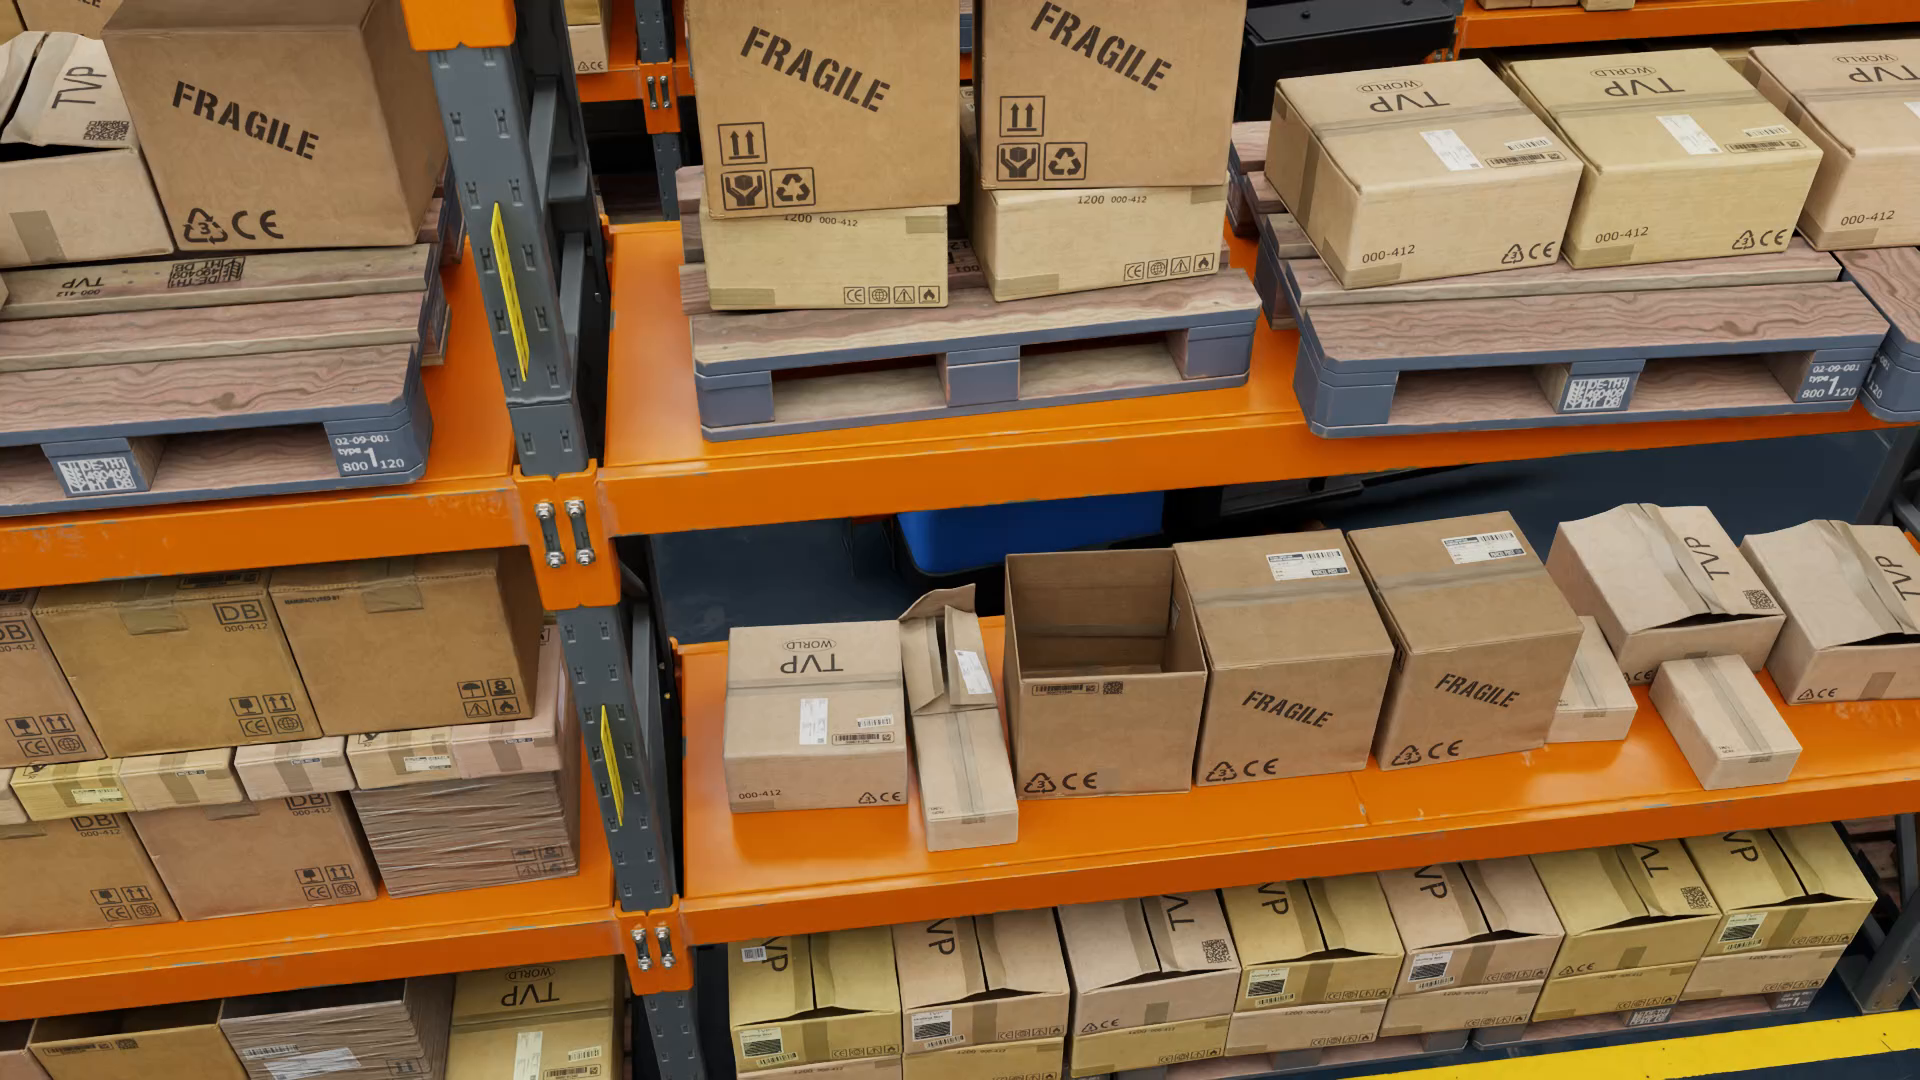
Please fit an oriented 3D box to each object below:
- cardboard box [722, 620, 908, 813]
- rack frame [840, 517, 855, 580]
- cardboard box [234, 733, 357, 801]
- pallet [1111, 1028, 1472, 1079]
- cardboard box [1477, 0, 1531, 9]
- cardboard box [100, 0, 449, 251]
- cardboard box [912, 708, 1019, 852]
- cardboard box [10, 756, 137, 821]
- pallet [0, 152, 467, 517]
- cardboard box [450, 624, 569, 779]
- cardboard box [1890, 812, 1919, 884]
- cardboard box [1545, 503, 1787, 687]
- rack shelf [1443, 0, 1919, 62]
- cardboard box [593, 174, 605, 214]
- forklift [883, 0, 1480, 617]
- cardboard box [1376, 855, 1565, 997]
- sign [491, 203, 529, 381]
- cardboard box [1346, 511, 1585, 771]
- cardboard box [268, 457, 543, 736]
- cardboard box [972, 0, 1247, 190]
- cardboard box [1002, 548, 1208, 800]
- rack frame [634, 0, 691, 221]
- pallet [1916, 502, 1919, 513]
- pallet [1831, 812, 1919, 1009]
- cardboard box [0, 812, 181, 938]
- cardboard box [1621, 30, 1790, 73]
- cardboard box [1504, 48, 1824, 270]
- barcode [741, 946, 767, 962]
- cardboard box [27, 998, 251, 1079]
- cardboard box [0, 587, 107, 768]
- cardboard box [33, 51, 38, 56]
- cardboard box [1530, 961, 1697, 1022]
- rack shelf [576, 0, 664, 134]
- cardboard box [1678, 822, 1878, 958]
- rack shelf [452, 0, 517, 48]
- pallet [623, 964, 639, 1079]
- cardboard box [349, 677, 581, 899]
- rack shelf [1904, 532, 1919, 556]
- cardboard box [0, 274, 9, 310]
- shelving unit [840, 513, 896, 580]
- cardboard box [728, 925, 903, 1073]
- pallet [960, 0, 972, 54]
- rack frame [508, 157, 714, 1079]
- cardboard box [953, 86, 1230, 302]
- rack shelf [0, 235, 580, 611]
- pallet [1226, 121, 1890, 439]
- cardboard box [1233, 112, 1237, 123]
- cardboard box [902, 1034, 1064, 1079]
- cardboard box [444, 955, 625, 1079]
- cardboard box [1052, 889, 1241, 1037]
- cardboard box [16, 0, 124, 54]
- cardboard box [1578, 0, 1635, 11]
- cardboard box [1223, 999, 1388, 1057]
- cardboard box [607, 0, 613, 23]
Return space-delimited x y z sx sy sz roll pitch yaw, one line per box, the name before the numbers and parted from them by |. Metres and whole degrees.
cardboard box | -0.412 0.502 4.782 0.500 0.250 0.500 -3 42 -3
rack frame | -0.494 -0.347 6.954 0.006 1.200 0.240 -11 43 -12
cardboard box | -1.641 0.450 4.168 0.250 0.149 0.380 -6 42 -7
pallet | 1.044 1.355 5.805 1.213 0.211 1.003 -5 42 -6
cardboard box | 2.783 -2.908 8.622 0.250 0.149 0.380 -6 42 -6
cardboard box | -1.428 -0.973 3.572 0.500 0.500 0.500 -2 42 -2
cardboard box | 0.011 0.670 4.671 0.250 0.149 0.380 -5 42 -6
cardboard box | -2.145 0.493 4.120 0.250 0.149 0.380 -5 42 -6
pallet | -1.736 -0.472 3.576 1.213 0.211 1.003 -5 42 -6
cardboard box | -1.136 0.405 4.217 0.250 0.149 0.380 -5 42 -6
cardboard box | 3.561 1.085 5.560 0.500 0.500 0.500 -3 42 -4
cardboard box | 2.160 0.152 5.123 0.500 0.311 0.500 -5 42 -6
rack shelf | 4.409 -3.026 9.117 4.000 0.370 1.077 -5 42 -6
cardboard box | -2.067 -1.817 9.027 0.250 0.166 0.380 -10 43 -11
forklift | 1.145 -1.308 6.727 3.031 2.935 1.130 -11 43 -12
cardboard box | 1.569 1.128 5.296 0.500 0.311 0.500 -5 42 -6
sign | -0.821 -0.449 3.039 0.005 0.325 0.100 -5 42 -6
cardboard box | 1.411 0.290 4.830 0.500 0.500 0.500 -7 43 -8
cardboard box | -1.333 0.041 4.136 0.500 0.500 0.700 -5 42 -5
cardboard box | 0.284 -1.067 3.408 0.500 0.500 0.500 -1 42 -1
cardboard box | 0.392 0.379 4.731 0.500 0.500 0.500 -2 42 -2
rack frame | -1.540 -2.772 8.299 0.127 3.000 1.000 -5 42 -6
pallet | 3.735 0.136 5.218 1.003 0.211 1.213 -5 42 -6
pallet | 3.817 1.166 6.015 1.213 0.211 1.003 -5 42 -6
cardboard box | -2.353 0.614 4.470 0.500 0.500 0.700 -4 42 -5
cardboard box | 4.042 -2.526 9.317 0.750 0.750 0.750 -5 42 -6
cardboard box | 1.544 -0.867 3.746 0.500 0.250 0.500 -6 42 -6
barcode | -0.587 1.180 4.738 0.075 0.075 0.001 -5 42 -6
cardboard box | -2.318 1.371 4.885 0.500 0.500 0.500 -5 42 -6
cardboard box | -2.331 0.129 4.039 0.500 0.500 0.700 -5 42 -6
cardboard box | -4.468 -2.262 7.831 0.500 0.250 0.500 -6 42 -7
cardboard box | 2.072 1.290 5.535 0.500 0.250 0.500 -5 42 -6
rack shelf | -3.523 -2.331 8.347 4.000 0.370 1.077 -5 42 -6
cardboard box | 2.585 1.036 5.398 0.500 0.311 0.500 -4 42 -4
rack shelf | 1.089 -1.468 3.210 4.000 0.370 1.077 -5 42 -6
pallet | -1.688 1.594 5.540 1.213 0.211 1.003 -5 42 -6
cardboard box | -1.333 0.523 4.571 0.500 0.500 0.700 -6 42 -7
rack shelf | 5.055 0.264 5.470 4.000 0.370 1.077 -5 42 -6
cardboard box | -2.055 -0.425 3.226 0.250 0.149 0.380 -5 42 -6
shelving unit | -0.406 -0.364 6.972 0.189 1.200 0.258 -11 43 -12
cardboard box | -0.452 1.304 5.101 0.500 0.311 0.500 -5 42 -5
pallet | 0.469 -2.849 8.527 1.213 0.211 1.003 -5 42 -6
rack frame | -0.894 0.518 4.652 0.127 3.000 1.000 -5 42 -6
cardboard box | 0.262 -0.793 3.664 0.500 0.250 0.500 -9 43 -10
rack shelf | -2.877 -0.155 3.695 4.000 0.370 1.077 -5 42 -6
pallet | 1.302 -0.656 3.854 1.213 0.211 1.003 -3 42 -4
cardboard box | 1.193 -2.290 9.302 0.500 0.500 0.700 -5 42 -6
cardboard box | 0.045 1.469 5.337 0.500 0.250 0.500 -4 42 -4
cardboard box | -1.325 1.568 5.227 0.500 0.250 0.500 -5 42 -6
cardboard box | 0.558 1.218 5.196 0.500 0.311 0.500 -6 42 -7
cardboard box | -3.989 -2.574 7.616 0.500 0.500 0.500 -6 42 -7
cardboard box | 3.308 -2.891 8.604 0.250 0.149 0.380 -4 42 -4
cardboard box | 1.063 1.378 5.437 0.500 0.250 0.500 -4 42 -5
cardboard box | -2.034 -2.825 8.455 0.500 0.250 0.500 -5 42 -5
